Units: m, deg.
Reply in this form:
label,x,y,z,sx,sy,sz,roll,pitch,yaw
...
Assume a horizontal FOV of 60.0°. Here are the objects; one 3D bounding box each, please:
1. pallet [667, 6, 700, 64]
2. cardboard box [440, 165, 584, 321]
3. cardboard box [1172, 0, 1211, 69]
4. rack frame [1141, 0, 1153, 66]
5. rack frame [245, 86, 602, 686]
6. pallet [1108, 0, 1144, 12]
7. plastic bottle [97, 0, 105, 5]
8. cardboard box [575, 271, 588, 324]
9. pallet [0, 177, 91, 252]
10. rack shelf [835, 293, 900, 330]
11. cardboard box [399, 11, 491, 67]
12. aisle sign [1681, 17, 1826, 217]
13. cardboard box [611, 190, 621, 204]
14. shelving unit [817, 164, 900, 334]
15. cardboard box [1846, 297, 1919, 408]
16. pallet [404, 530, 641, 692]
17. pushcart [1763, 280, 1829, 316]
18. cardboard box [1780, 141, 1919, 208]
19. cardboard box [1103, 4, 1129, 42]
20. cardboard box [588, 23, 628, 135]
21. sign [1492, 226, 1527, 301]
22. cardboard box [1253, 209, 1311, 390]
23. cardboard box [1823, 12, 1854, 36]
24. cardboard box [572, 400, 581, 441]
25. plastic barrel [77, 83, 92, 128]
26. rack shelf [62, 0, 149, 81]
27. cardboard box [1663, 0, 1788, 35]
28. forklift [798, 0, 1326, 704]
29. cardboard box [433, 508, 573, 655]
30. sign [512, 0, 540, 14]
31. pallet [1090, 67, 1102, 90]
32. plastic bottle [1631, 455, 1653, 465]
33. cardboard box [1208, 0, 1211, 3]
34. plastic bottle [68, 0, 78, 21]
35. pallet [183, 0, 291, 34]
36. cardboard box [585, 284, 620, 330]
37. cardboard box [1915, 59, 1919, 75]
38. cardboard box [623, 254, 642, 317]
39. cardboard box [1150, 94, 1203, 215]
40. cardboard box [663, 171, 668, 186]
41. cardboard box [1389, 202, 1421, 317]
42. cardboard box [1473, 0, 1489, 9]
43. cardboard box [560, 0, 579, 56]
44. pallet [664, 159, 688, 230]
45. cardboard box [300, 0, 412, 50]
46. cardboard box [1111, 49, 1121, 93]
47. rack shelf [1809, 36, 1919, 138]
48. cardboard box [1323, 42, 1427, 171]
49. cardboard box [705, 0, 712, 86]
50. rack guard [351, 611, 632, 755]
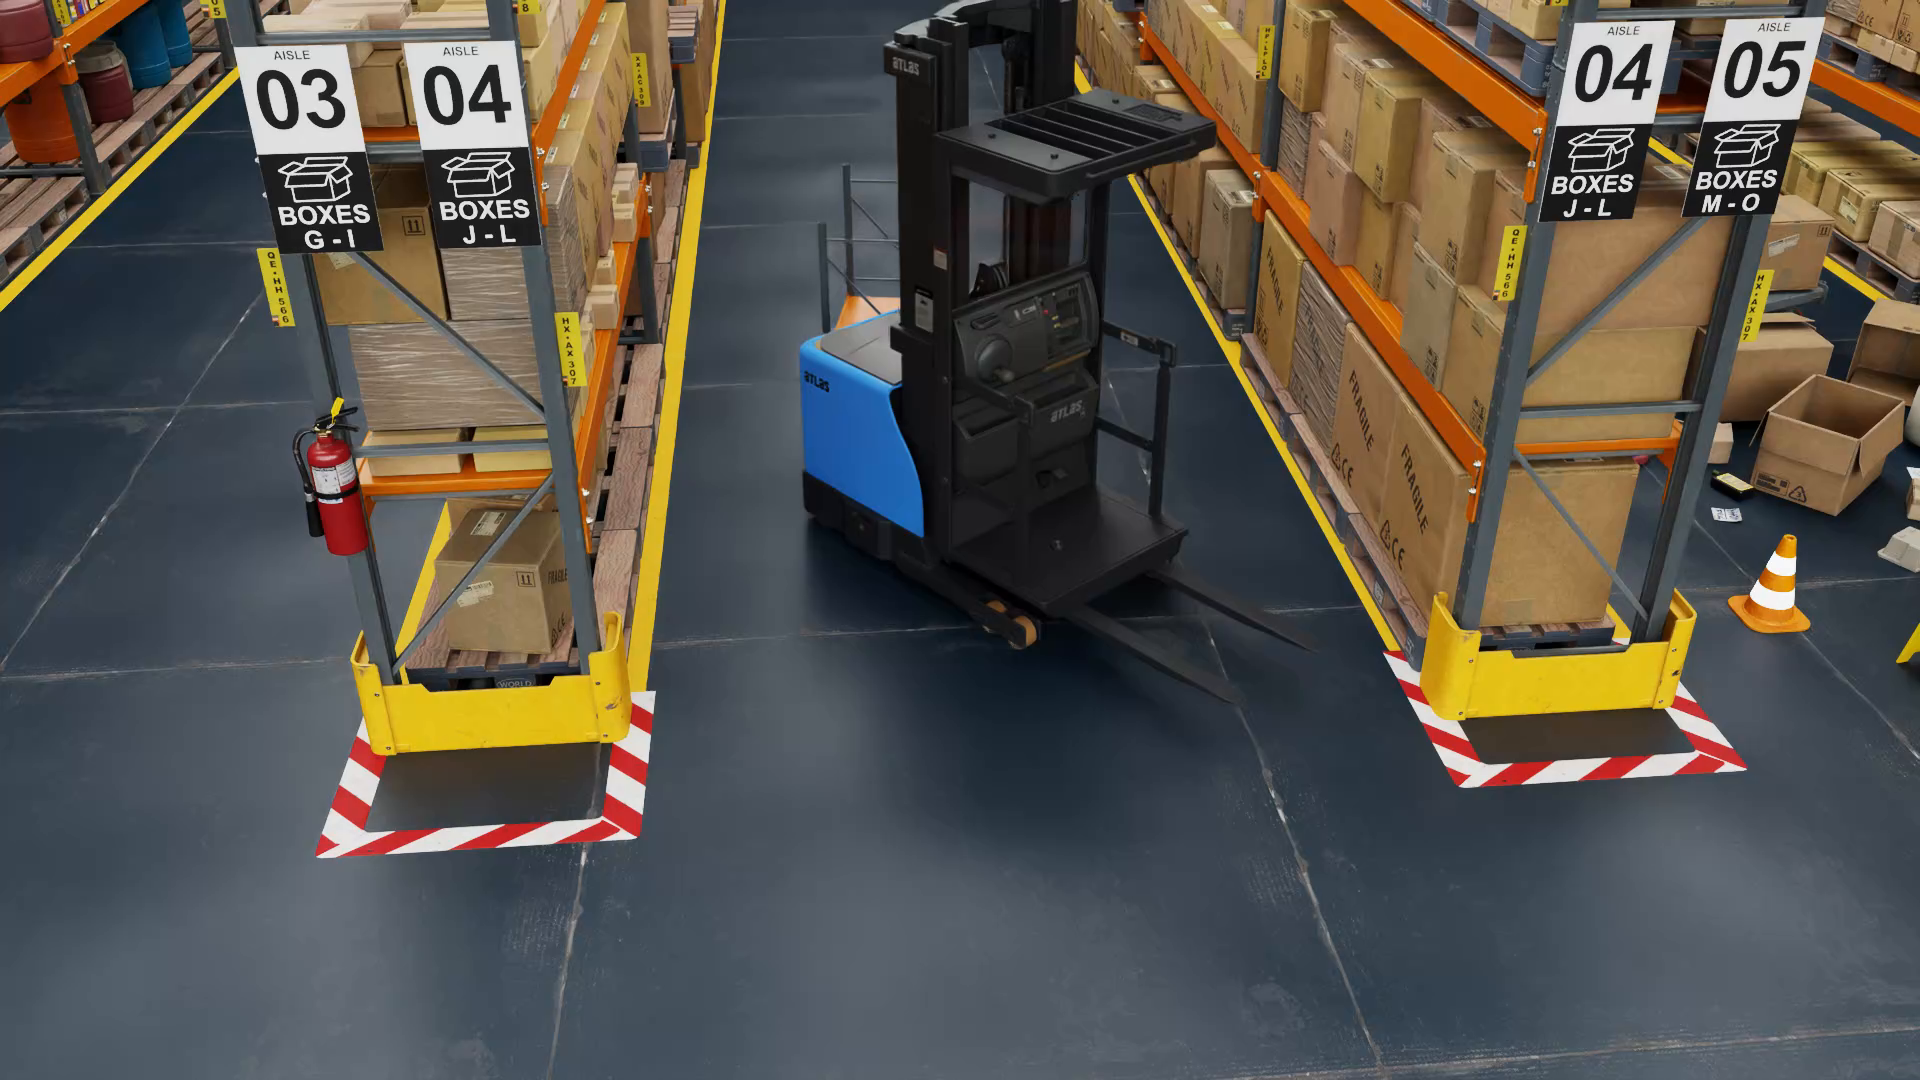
label,x,y,z,sx,sy,sz,roll,pitch,yaw
pallet,-2.704,-4.021,13.243,1.213,0.211,1.003,-3,31,-5
cardboard box,-1.909,-1.271,7.090,0.500,0.500,0.500,-3,31,-5
cardboard box,1.941,-3.932,12.810,0.500,0.500,0.500,-3,31,-5
rack frame,2.071,-4.648,14.106,1.000,3.000,0.127,-3,31,-5
rack frame,-2.129,-0.377,6.957,1.000,3.000,0.127,-3,31,-5
pallet,1.898,-4.924,14.756,1.213,0.211,1.003,-3,31,-5
plastic bottle,-7.559,-4.835,14.534,0.061,0.283,0.133,-3,31,-5
cardboard box,-2.323,-1.337,8.176,0.875,0.500,0.500,-3,31,-5
pallet,-7.774,-2.630,13.447,1.003,0.211,1.213,-3,31,-5
rack shelf,-0.507,-1.230,10.198,0.538,0.185,1.000,2,31,4
cardboard box,-1.925,-1.924,6.378,0.380,0.149,0.250,-3,31,-5
aisle sign,3.124,-1.658,6.565,0.394,0.787,0.004,-3,31,-5
cardboard box,-2.213,-1.957,9.847,0.380,0.149,0.250,-3,31,-5
shelving unit,-0.506,-1.389,10.113,0.587,1.500,1.083,2,31,4
cardboard box,6.109,-1.210,10.786,0.500,0.500,0.500,20,36,29
pallet,-2.177,0.365,8.434,1.003,0.211,1.213,-3,31,-5
pushcart,5.098,-1.634,11.617,1.648,0.377,0.936,-14,33,-22
cardboard box,7.175,-2.936,13.393,0.950,0.372,0.625,-2,31,-3
cardboard box,1.656,-4.931,15.877,0.500,0.250,0.500,-2,31,-3
cardboard box,-2.139,-2.548,9.227,0.500,0.500,0.500,-3,31,-5
sign,2.277,-1.143,6.879,0.100,0.325,0.005,-3,31,-5
cardboard box,2.434,-1.549,10.581,0.875,0.875,0.875,-2,31,-4
cardboard box,6.938,-4.007,12.868,0.380,0.149,0.250,-2,31,-3
cardboard box,-1.923,-0.555,7.499,0.380,0.149,0.250,-3,31,-5
plastic barrel,-8.013,-3.870,14.820,0.421,0.512,0.421,0,31,0
rack shelf,-7.995,-4.937,15.291,1.077,0.370,4.000,-3,31,-5
cardboard box,3.106,-2.157,6.749,0.380,0.149,0.250,-3,31,-4
forklift,0.481,-1.008,8.080,1.130,2.935,3.031,-25,39,-36
cardboard box,-2.171,0.196,8.025,0.500,0.500,0.500,3,31,5
sign,-1.589,-2.066,6.007,0.100,0.325,0.005,-3,31,-5
pallet,1.888,-4.471,16.530,1.003,0.211,1.213,-3,31,-5
plastic bottle,4.030,-0.493,10.016,0.283,0.061,0.133,-14,33,-22
cardboard box,2.202,-4.370,12.569,0.700,0.500,0.500,-3,31,-5
plastic bottle,-7.519,-4.486,14.029,0.097,0.201,0.097,0,31,0
pallet,-8.406,-6.067,19.202,1.003,0.211,1.213,-3,31,-5
cardboard box,-1.962,-1.197,8.574,0.380,0.149,0.250,-3,31,-5
cardboard box,7.034,-3.352,11.772,0.380,0.149,0.250,-4,31,-6
cardboard box,-2.539,-1.850,11.430,0.700,0.500,0.500,-5,31,-8
cardboard box,2.123,-3.101,13.301,1.050,0.750,0.750,-2,31,-4
cardboard box,-2.794,-3.236,13.752,0.700,0.500,0.500,-4,31,-7
cardboard box,2.738,-1.387,8.500,0.875,0.550,0.550,-3,31,-5
cardboard box,2.402,-2.380,7.122,0.380,0.149,0.250,-2,31,-4
cardboard box,-2.014,-2.375,7.522,0.500,0.250,0.500,-3,31,-5
pallet,-2.805,-2.866,13.842,1.003,0.211,1.213,-3,31,-5
cardboard box,-2.374,-2.037,6.568,0.380,0.149,0.250,-4,31,-6
cardboard box,1.704,-4.344,15.625,0.500,0.500,0.500,-2,31,-3
rack shelf,7.177,-3.607,13.064,1.077,0.370,4.000,-3,31,-5
cardboard box,2.526,-2.386,9.120,0.875,0.550,0.550,-3,31,-5
cardboard box,-3.087,-4.990,16.342,1.225,0.875,0.875,-4,31,-6
rack guard,-2.137,0.657,7.663,1.175,0.500,0.348,-3,31,-5
